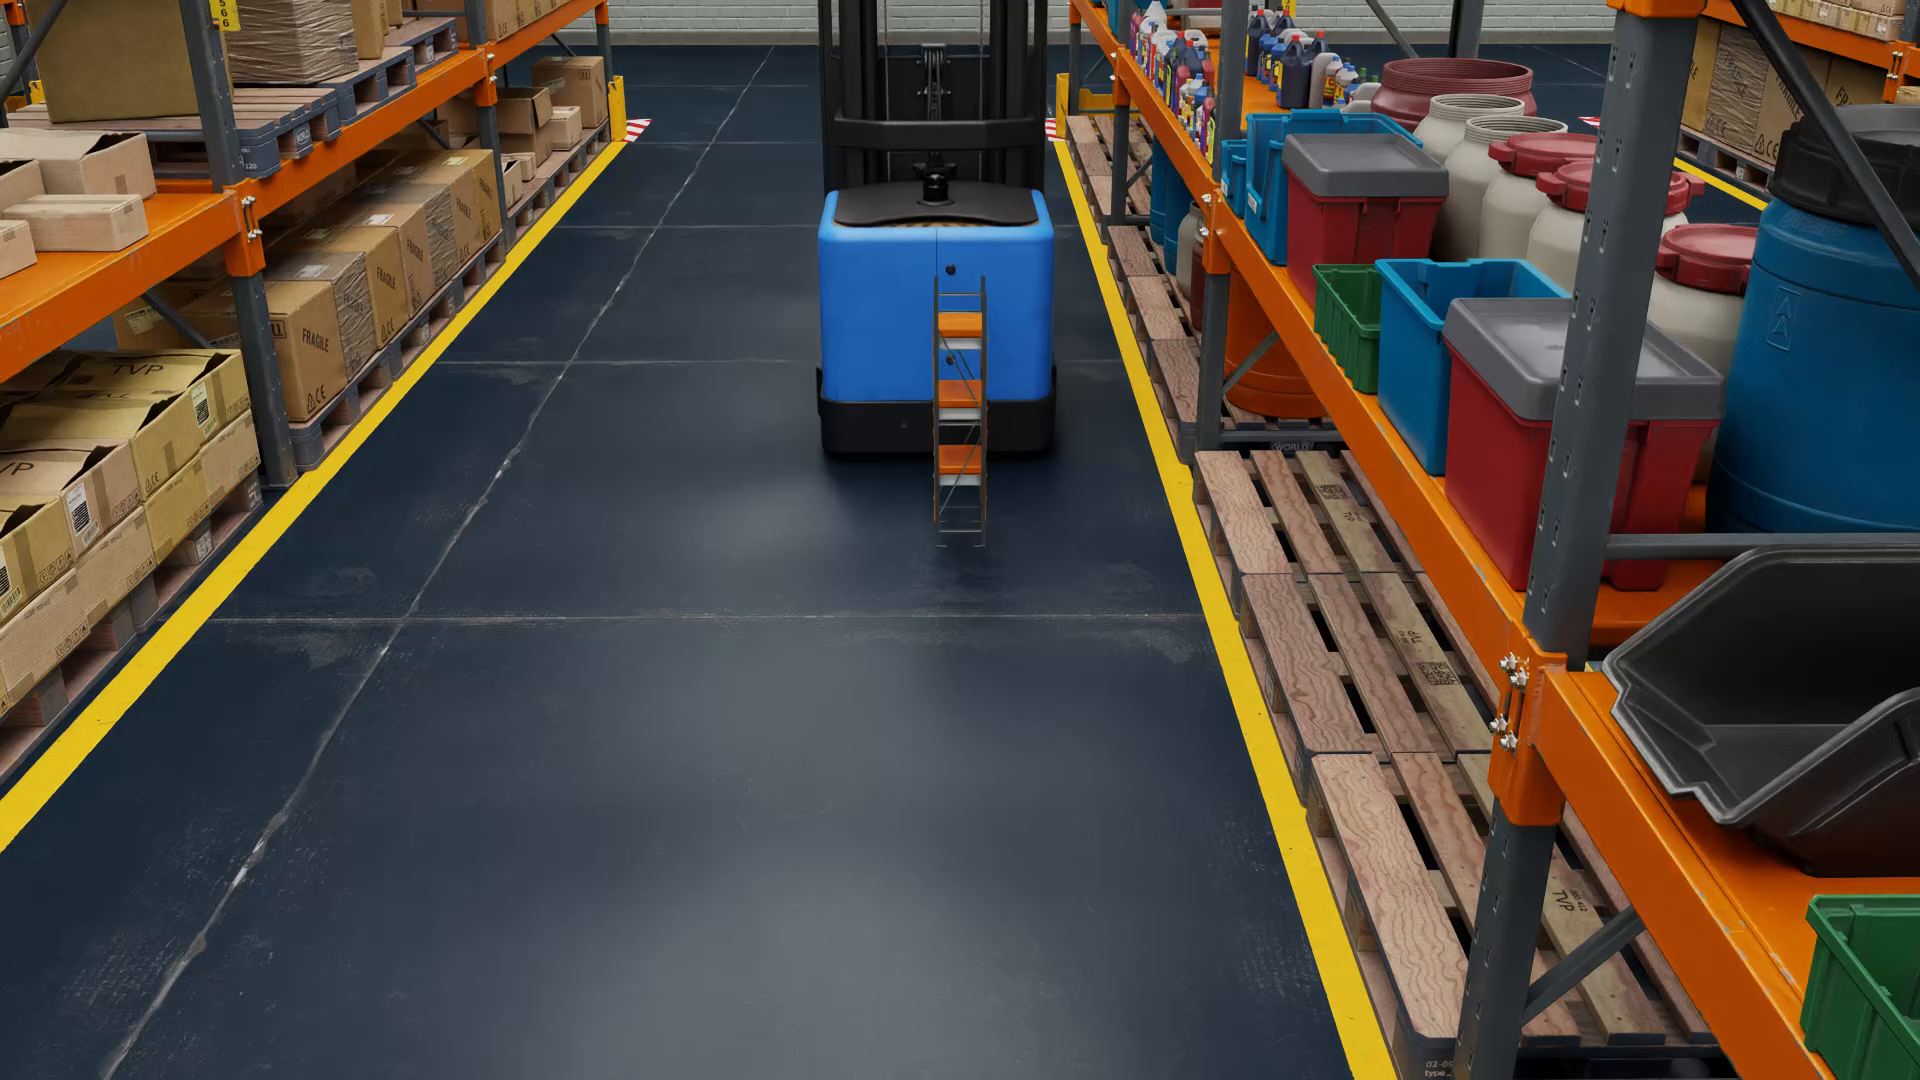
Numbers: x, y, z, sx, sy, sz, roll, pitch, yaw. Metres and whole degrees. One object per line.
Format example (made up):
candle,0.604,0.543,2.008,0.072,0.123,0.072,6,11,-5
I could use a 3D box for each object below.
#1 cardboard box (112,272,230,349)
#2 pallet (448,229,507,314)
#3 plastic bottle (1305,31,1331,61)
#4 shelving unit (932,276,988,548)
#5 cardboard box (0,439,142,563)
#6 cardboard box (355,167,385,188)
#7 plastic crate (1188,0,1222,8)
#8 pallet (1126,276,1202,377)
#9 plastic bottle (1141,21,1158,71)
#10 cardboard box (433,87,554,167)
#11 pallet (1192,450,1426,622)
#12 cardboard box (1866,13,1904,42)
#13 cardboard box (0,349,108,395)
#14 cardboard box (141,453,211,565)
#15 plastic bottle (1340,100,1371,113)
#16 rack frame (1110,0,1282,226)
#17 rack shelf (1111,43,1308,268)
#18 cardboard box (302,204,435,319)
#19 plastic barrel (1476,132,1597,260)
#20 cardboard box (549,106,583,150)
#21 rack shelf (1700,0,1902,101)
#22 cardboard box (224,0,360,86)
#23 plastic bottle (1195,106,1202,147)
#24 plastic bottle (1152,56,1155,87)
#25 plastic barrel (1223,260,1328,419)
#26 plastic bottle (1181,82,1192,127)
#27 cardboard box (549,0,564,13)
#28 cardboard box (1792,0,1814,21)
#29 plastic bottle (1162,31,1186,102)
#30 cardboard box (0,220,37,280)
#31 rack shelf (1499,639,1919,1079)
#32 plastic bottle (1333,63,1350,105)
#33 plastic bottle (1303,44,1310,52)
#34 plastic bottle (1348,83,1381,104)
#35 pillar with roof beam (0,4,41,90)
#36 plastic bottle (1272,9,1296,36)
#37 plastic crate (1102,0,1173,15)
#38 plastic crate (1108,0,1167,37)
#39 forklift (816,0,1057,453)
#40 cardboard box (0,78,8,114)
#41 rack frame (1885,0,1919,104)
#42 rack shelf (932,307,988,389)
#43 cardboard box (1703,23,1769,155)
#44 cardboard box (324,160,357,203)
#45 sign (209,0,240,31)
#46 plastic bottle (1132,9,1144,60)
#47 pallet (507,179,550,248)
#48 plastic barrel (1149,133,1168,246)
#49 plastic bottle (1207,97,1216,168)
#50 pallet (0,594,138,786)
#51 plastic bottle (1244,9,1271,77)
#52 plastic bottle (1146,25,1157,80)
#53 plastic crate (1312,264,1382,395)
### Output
cardboard box,-3.665,-1.055,7.941,0.500,0.500,0.500,1,24,2
pallet,-3.417,-1.651,10.145,1.003,0.211,1.213,0,24,-1
plastic bottle,1.839,-2.424,8.530,0.144,0.351,0.185,0,24,-1
shelving unit,-0.001,-0.500,6.582,0.215,1.050,0.252,0,24,-1
cardboard box,-3.153,-0.166,5.623,0.500,0.311,0.500,0,24,-1
cardboard box,-3.685,-1.898,9.807,0.500,0.500,0.500,0,24,0
plastic crate,1.731,-3.703,11.148,0.402,0.464,0.583,0,24,-1
pallet,1.473,-1.185,9.114,1.003,0.211,1.213,0,24,-1
plastic bottle,1.092,-2.828,9.519,0.097,0.271,0.097,0,24,0
cardboard box,-3.489,-3.094,12.447,0.797,0.503,0.637,0,24,-1
pallet,1.503,-0.040,6.581,1.003,0.211,1.213,0,24,-1
cardboard box,6.112,-3.310,10.733,0.380,0.149,0.250,0,24,0
cardboard box,-3.708,-0.586,6.552,0.500,0.311,0.500,1,24,1
cardboard box,-3.161,-0.119,6.201,0.500,0.250,0.500,-1,24,-1
plastic bottle,1.700,-1.752,7.134,0.152,0.276,0.135,0,24,-1
rack frame,1.490,-3.278,10.357,1.000,3.000,0.127,0,24,-1
rack shelf,1.512,-2.126,8.683,1.077,0.370,4.000,0,24,-1
cardboard box,-3.162,-1.497,8.918,0.500,0.500,0.500,-1,24,-2
plastic barrel,1.773,-0.919,4.977,0.433,0.535,0.433,0,24,0
cardboard box,-3.274,-3.238,13.073,0.500,0.250,0.500,0,24,-1
rack shelf,6.421,-3.796,12.377,1.077,0.370,4.000,0,24,-1
cardboard box,-3.358,-2.482,7.968,0.700,0.500,0.500,4,25,9
plastic bottle,1.116,-1.887,7.522,0.097,0.201,0.097,0,24,0
plastic bottle,1.098,-2.565,9.023,0.097,0.201,0.097,0,24,0
plastic barrel,1.511,-1.034,7.519,0.600,0.830,0.708,0,24,-1
plastic bottle,1.110,-2.087,7.966,0.097,0.201,0.097,0,24,0
cardboard box,-3.215,-4.141,12.144,0.500,0.500,0.500,-1,24,-1
cardboard box,6.100,-3.734,11.670,0.380,0.149,0.250,0,24,0
plastic bottle,1.126,-2.440,8.564,0.144,0.351,0.185,0,24,-1
cardboard box,-3.349,-0.969,5.558,0.380,0.149,0.250,2,24,3
rack shelf,1.599,1.171,1.395,1.077,0.370,4.000,0,24,-1
plastic bottle,1.868,-2.179,8.085,0.097,0.271,0.097,0,24,0
plastic bottle,1.800,-2.446,8.674,0.097,0.271,0.097,0,24,0
plastic bottle,1.847,-1.943,7.557,0.152,0.276,0.135,0,24,-1
pillar with roof beam,-5.050,-8.743,15.161,9.100,9.000,0.400,0,24,-1
plastic bottle,1.829,-2.802,9.365,0.144,0.351,0.185,0,24,-1
plastic crate,1.209,-3.640,11.419,0.437,0.125,0.590,0,24,-1
plastic crate,1.144,-3.489,10.770,0.392,0.384,0.575,0,24,-1
forklift,-0.134,-2.287,8.251,1.130,2.935,3.031,-1,24,-1
cardboard box,-8.353,-3.646,13.695,0.700,0.500,0.500,0,24,-1
rack frame,6.442,-3.300,10.407,1.000,3.000,0.127,0,24,-1
rack shelf,-0.001,-0.749,6.470,0.215,0.259,0.240,0,24,-1
cardboard box,6.496,-3.533,12.991,0.875,0.875,0.875,0,24,-1
cardboard box,-3.691,-2.048,9.227,0.500,0.250,0.500,0,24,0
sign,-2.865,-2.140,6.437,0.100,0.325,0.005,0,24,-1
plastic bottle,1.069,-3.017,9.921,0.061,0.283,0.133,0,24,-1
pallet,-3.470,-2.269,11.512,1.003,0.211,1.213,0,24,-1
plastic barrel,1.479,-2.289,10.207,0.600,0.901,0.708,0,24,-1
plastic bottle,1.102,-1.741,7.101,0.061,0.283,0.133,0,24,-1
pallet,-3.439,0.503,5.383,1.003,0.211,1.213,0,24,-1
plastic bottle,1.685,-2.801,9.363,0.144,0.351,0.185,0,24,-1
plastic bottle,1.077,-2.706,9.234,0.061,0.283,0.133,0,24,-1
plastic crate,1.276,-0.601,4.696,0.450,0.188,0.662,0,24,-1
